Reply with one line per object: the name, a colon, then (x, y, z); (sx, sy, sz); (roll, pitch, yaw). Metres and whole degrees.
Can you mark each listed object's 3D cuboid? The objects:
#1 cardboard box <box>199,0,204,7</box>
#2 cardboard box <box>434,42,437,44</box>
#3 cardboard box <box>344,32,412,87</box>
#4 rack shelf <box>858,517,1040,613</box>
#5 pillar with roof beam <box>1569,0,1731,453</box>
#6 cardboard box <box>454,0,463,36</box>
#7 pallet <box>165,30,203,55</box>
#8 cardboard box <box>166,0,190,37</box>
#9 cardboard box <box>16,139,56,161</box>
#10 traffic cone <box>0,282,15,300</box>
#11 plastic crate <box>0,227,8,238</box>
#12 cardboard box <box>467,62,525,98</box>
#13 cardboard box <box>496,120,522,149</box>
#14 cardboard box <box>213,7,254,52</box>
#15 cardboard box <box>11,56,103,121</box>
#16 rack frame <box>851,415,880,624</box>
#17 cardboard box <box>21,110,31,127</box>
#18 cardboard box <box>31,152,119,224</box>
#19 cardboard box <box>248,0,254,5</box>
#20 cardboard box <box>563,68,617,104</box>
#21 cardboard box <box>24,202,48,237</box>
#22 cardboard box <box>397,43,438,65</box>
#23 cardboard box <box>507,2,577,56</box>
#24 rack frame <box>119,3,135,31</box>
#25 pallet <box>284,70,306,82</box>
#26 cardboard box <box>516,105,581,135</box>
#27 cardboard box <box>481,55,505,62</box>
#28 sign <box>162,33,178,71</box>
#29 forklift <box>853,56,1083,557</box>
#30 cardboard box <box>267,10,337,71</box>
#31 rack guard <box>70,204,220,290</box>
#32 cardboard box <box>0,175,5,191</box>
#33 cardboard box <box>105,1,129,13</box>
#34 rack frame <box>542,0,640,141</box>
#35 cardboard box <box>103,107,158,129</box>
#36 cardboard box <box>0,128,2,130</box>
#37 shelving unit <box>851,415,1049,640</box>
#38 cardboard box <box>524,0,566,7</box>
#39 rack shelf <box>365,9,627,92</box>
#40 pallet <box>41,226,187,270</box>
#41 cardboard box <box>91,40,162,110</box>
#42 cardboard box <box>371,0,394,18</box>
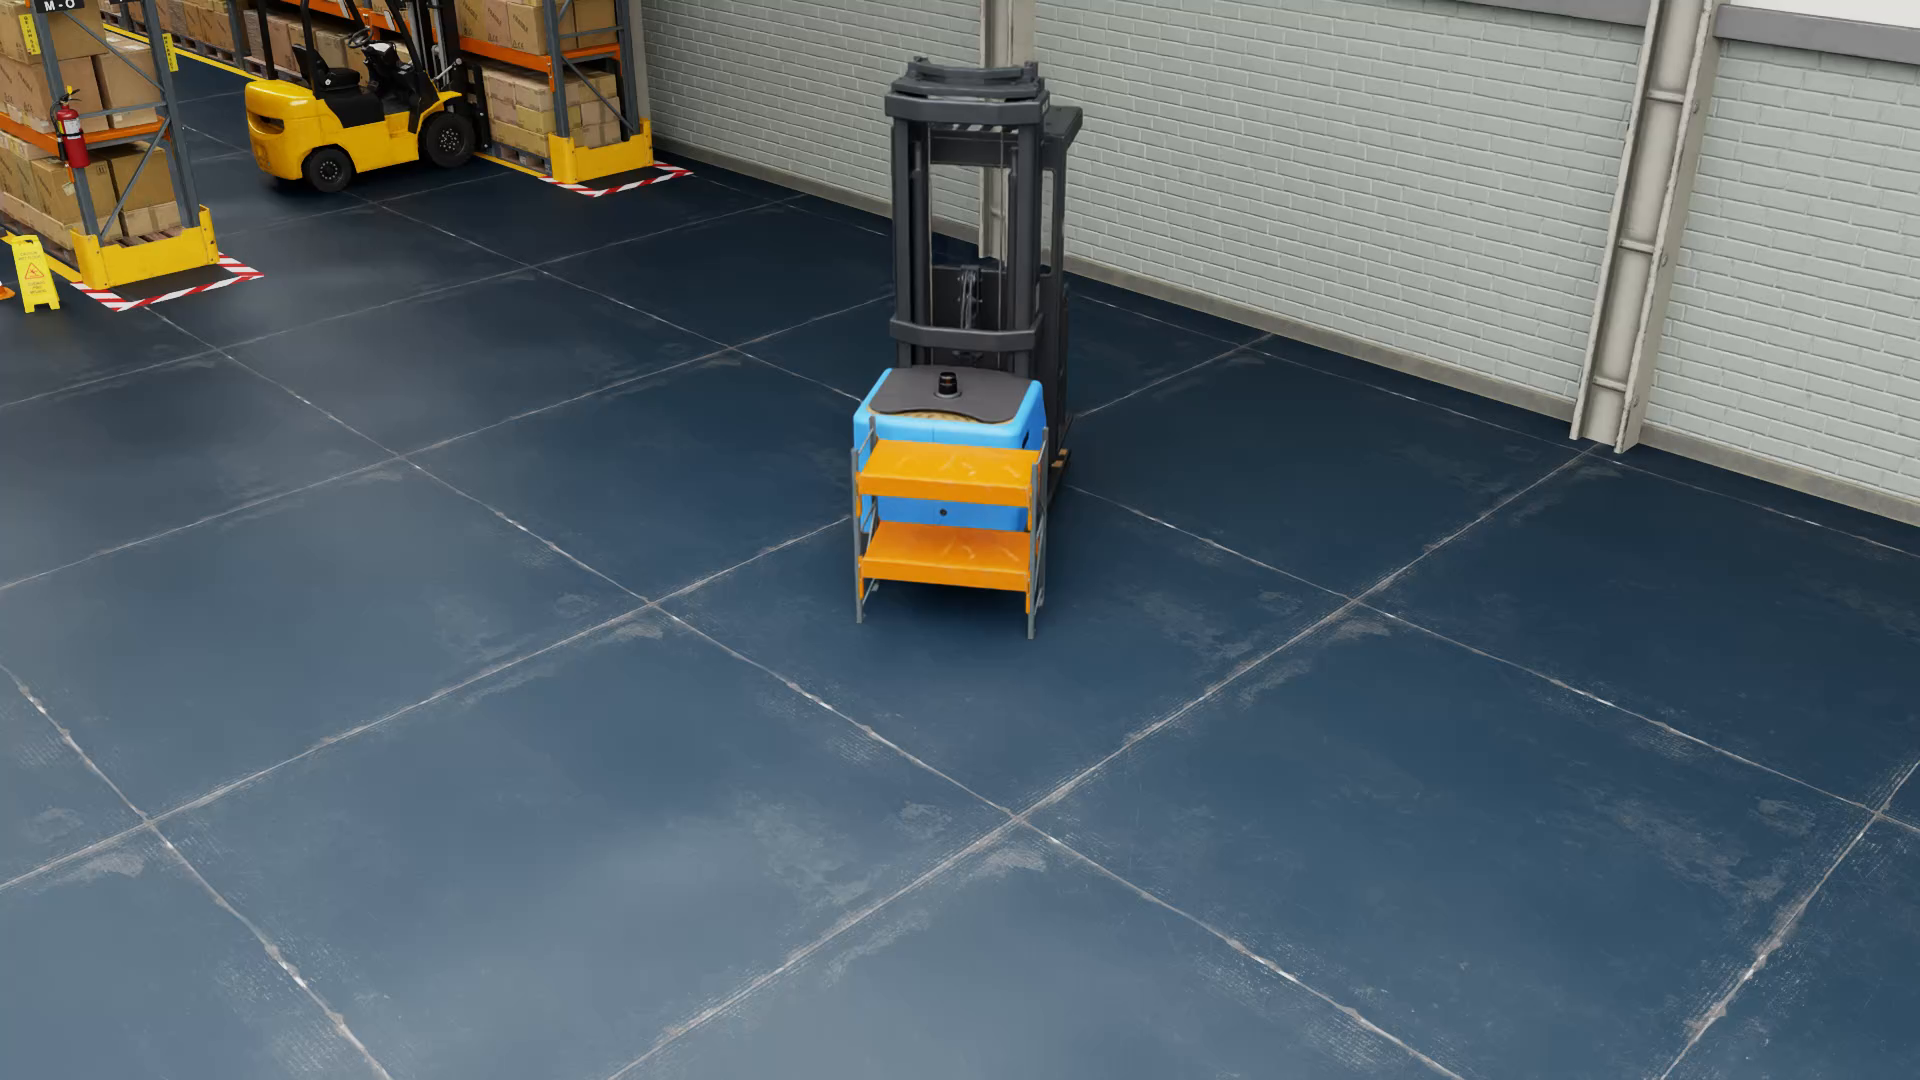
cardboard box: (-10.597, -7.684, 23.671); (0.250, 0.149, 0.380); (23, 36, 37)
cardboard box: (-6.355, -6.071, 20.495); (0.500, 0.250, 0.500); (-24, 36, -38)
cardboard box: (-7.222, -6.057, 21.140); (0.875, 0.625, 0.625); (-23, 36, -37)
rack shelf: (-0.050, 0.141, 9.792); (1.000, 0.278, 0.538); (5, 28, 9)
pillar with roof beam: (1.685, -3.288, 7.327); (0.400, 9.000, 9.100); (25, 36, 38)
cardboard box: (-5.620, -6.068, 18.953); (0.500, 0.500, 0.500); (25, 37, 39)
pallet: (-11.066, -7.481, 24.744); (1.213, 0.211, 1.003); (25, 36, 38)
cardboard box: (-11.254, -7.707, 24.412); (0.500, 0.500, 0.500); (23, 35, 37)
cardboard box: (-8.530, -3.662, 15.486); (0.380, 0.149, 0.250); (-24, 36, -38)
traffic cone: (-8.678, -2.391, 14.794); (0.334, 0.463, 0.336); (25, 36, 38)
plastic crate: (-9.774, -3.031, 16.421); (0.583, 0.080, 0.402); (12, 30, 22)
cardboard box: (-5.271, -5.235, 18.905); (0.500, 0.250, 0.500); (-25, 37, -39)
cardboard box: (-4.894, -4.633, 18.835); (0.500, 0.250, 0.500); (25, 36, 38)
cardboard box: (-10.146, -7.207, 23.461); (0.500, 0.500, 0.500); (-24, 36, -38)
cardboard box: (-8.047, -4.064, 14.821); (0.500, 0.500, 0.500); (24, 36, 38)
rack frame: (-0.550, -0.117, 9.756); (0.032, 1.125, 0.500); (5, 28, 9)
cardboard box: (-8.310, -3.879, 15.166); (0.250, 0.149, 0.380); (24, 36, 38)
cardboard box: (-8.221, -3.278, 15.451); (0.500, 0.500, 0.500); (25, 37, 39)
cardboard box: (-10.018, -7.797, 23.886); (0.380, 0.149, 0.250); (-24, 36, -38)
cardboard box: (-4.199, -5.082, 18.613); (0.500, 0.250, 0.500); (24, 36, 38)
cardboard box: (-8.596, -3.117, 15.952); (0.500, 0.250, 0.500); (25, 37, 39)
cardboard box: (-6.359, -5.735, 19.856); (0.500, 0.250, 0.500); (25, 36, 38)
cardboard box: (-4.524, -5.568, 18.003); (0.500, 0.500, 0.500); (24, 36, 37)
rack frame: (-12.546, -9.366, 25.333); (0.127, 3.000, 1.000); (25, 36, 38)
pallet: (-8.269, -6.147, 22.207); (1.213, 0.211, 1.003); (25, 36, 38)
cardboard box: (-4.556, -4.696, 18.417); (0.500, 0.250, 0.500); (24, 36, 38)
cardboard box: (-5.268, -5.580, 19.561); (0.500, 0.250, 0.500); (24, 36, 37)
sign: (-7.086, -4.365, 14.892); (0.005, 0.325, 0.100); (25, 36, 38)
forklift: (0.166, -1.712, 10.849); (1.130, 2.935, 3.031); (6, 28, 11)
cardboard box: (-8.787, -6.777, 22.509); (0.875, 0.625, 0.625); (-24, 36, -38)
rack guard: (-7.521, -2.720, 15.380); (0.348, 0.500, 1.175); (25, 36, 38)
cardboard box: (-9.329, -3.785, 16.417); (0.500, 0.500, 0.500); (-23, 35, -37)
cardboard box: (-13.149, -8.374, 26.059); (0.250, 0.149, 0.380); (23, 36, 37)
rack frame: (-3.989, -5.451, 17.886); (0.127, 3.000, 1.000); (25, 36, 38)
cardboard box: (-7.564, -3.870, 15.151); (0.250, 0.149, 0.380); (25, 37, 39)
cardboard box: (-9.479, -4.098, 16.315); (0.380, 0.149, 0.250); (-23, 35, -36)
shelving unit: (-0.050, -0.075, 9.678); (1.048, 1.125, 0.538); (5, 28, 9)
cardboard box: (-4.433, -5.802, 17.750); (0.380, 0.149, 0.250); (-25, 36, -38)
rack shelf: (-5.415, -5.785, 19.295); (4.000, 0.370, 1.077); (25, 36, 38)
pallet: (-8.075, -2.869, 15.974); (1.213, 0.211, 1.003); (25, 36, 38)
cardboard box: (-7.610, -4.225, 15.128); (0.500, 0.500, 0.500); (24, 36, 38)
cardboard box: (-6.708, -6.569, 19.905); (0.500, 0.500, 0.500); (23, 36, 37)
